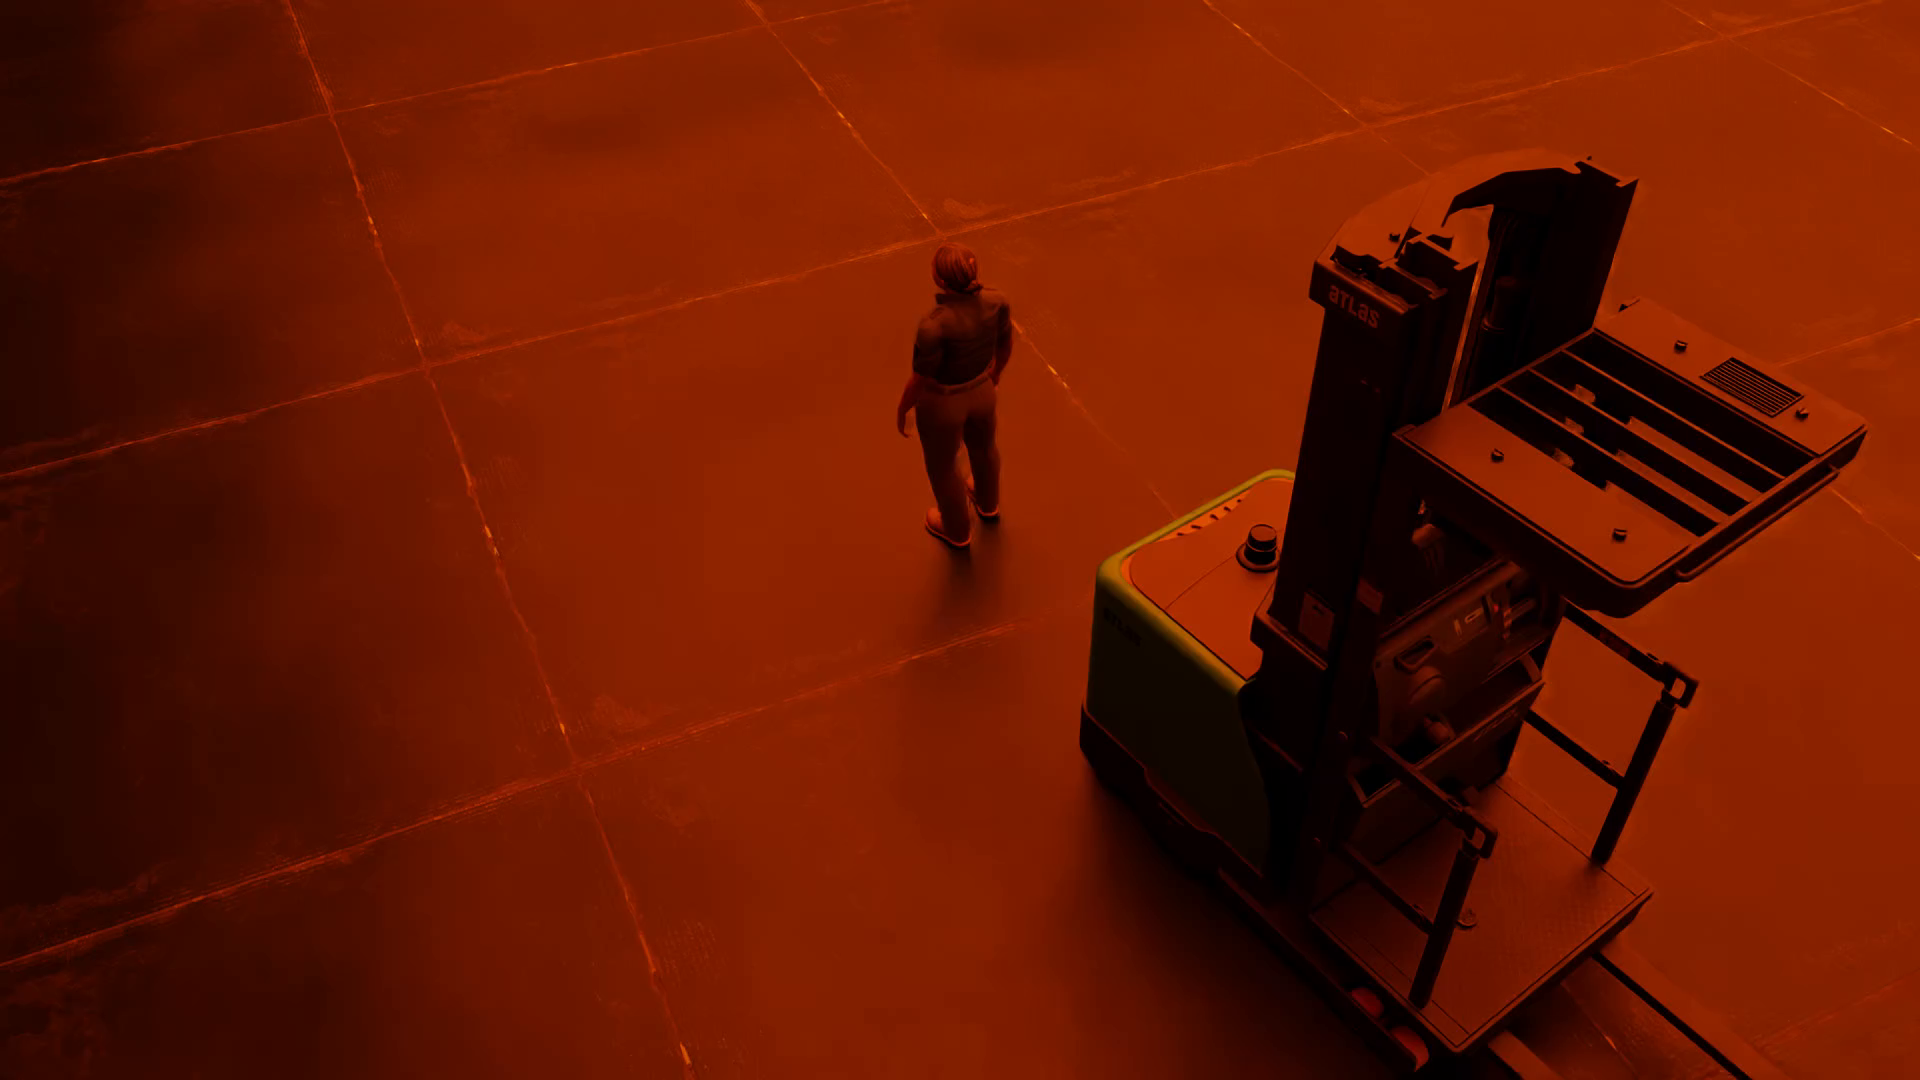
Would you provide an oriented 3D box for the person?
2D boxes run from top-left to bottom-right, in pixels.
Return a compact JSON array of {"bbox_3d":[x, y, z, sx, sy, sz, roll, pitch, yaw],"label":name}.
[{"bbox_3d":[-0.028,-0.658,7.327,0.616,1.655,0.456,-26,49,-25],"label":"person"}]

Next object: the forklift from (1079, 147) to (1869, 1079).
[{"bbox_3d":[1.781,0.406,5.245,1.130,2.935,3.031,-27,50,-26],"label":"forklift"}]
